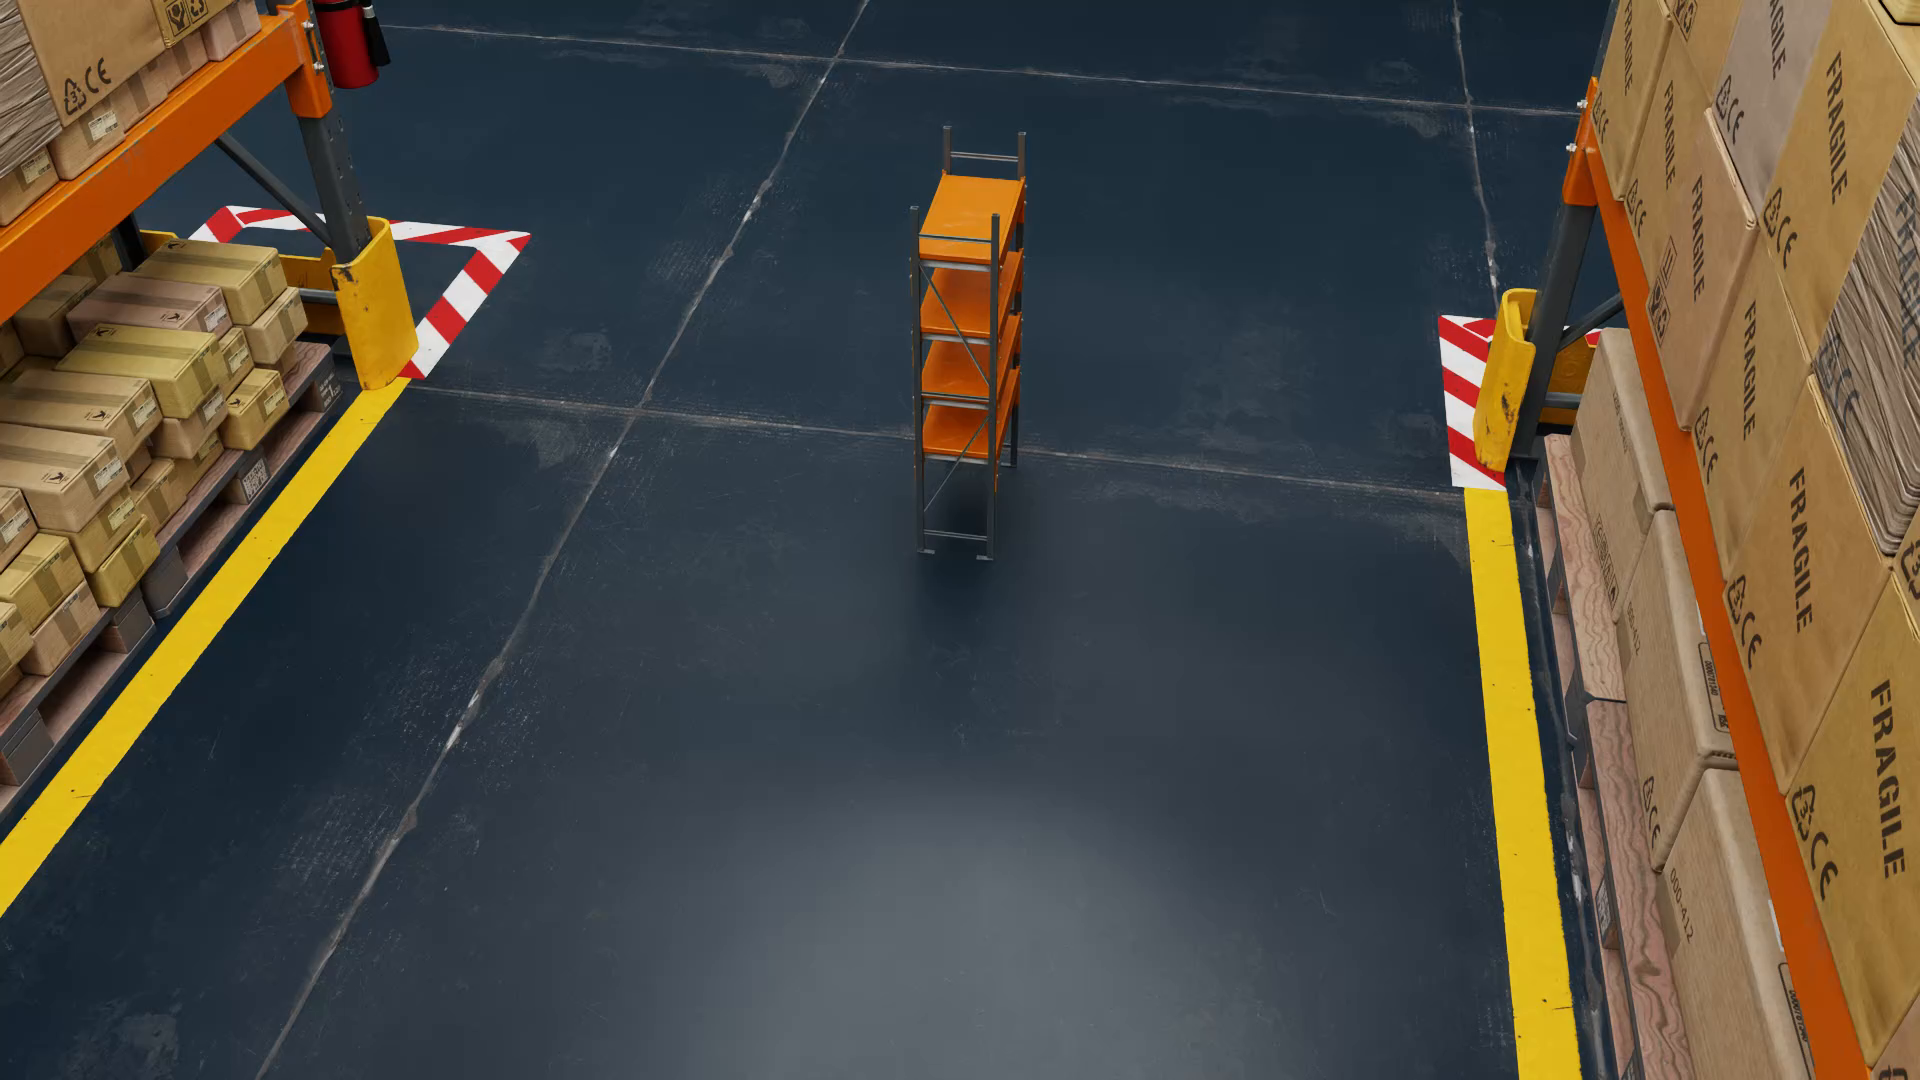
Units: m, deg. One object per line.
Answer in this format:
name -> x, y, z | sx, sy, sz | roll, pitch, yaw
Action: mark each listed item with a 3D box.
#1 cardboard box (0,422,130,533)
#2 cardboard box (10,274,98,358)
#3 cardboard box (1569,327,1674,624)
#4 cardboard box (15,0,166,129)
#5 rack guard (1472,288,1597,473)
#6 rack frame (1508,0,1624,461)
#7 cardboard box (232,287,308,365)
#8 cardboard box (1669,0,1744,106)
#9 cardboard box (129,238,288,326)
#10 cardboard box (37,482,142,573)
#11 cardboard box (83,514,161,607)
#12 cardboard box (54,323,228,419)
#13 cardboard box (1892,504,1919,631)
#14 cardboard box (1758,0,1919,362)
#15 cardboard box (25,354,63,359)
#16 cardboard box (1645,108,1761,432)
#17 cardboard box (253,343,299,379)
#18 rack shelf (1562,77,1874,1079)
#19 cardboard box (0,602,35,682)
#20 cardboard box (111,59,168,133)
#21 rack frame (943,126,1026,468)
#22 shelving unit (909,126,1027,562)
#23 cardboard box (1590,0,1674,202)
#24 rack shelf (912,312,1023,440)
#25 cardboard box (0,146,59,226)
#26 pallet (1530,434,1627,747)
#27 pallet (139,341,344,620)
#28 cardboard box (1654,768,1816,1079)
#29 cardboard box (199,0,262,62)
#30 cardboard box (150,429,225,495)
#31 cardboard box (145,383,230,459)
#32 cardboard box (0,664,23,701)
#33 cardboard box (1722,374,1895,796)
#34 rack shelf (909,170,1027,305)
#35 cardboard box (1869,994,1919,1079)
cardboard box -> -2.529, -0.174, 4.547 | 0.380, 0.149, 0.250 | 8, 40, 9
cardboard box -> -2.923, -0.714, 5.201 | 0.380, 0.149, 0.250 | 7, 40, 8
cardboard box -> 2.308, -0.166, 4.778 | 0.875, 0.438, 0.875 | 5, 40, 6
cardboard box -> -2.487, -1.420, 4.301 | 0.500, 0.500, 0.500 | 6, 40, 7
rack guard -> 2.328, -0.469, 5.425 | 1.175, 0.500, 0.348 | 6, 40, 8
rack frame -> 2.324, -1.417, 4.610 | 1.000, 3.000, 0.127 | 6, 40, 8
cardboard box -> -2.379, -0.715, 5.435 | 0.380, 0.149, 0.250 | 5, 40, 6
cardboard box -> 1.878, -1.246, 3.540 | 0.500, 0.500, 0.500 | 5, 40, 6
cardboard box -> -2.411, -0.832, 5.343 | 0.380, 0.149, 0.250 | 7, 40, 8
cardboard box -> -2.544, -0.062, 4.645 | 0.380, 0.149, 0.250 | 7, 40, 8
cardboard box -> -2.542, 0.043, 4.752 | 0.380, 0.149, 0.250 | 5, 40, 6
cardboard box -> -2.430, -0.504, 4.946 | 0.380, 0.149, 0.250 | 6, 40, 7
cardboard box -> 1.537, 0.025, 2.002 | 0.500, 0.500, 0.500 | 6, 40, 7
cardboard box -> 1.711, -0.609, 2.770 | 0.500, 0.500, 0.500 | 7, 40, 8
cardboard box -> -3.015, -0.611, 5.310 | 0.380, 0.149, 0.250 | 6, 40, 7
cardboard box -> 1.792, -0.548, 3.481 | 0.500, 0.500, 0.500 | 6, 40, 7
cardboard box -> -2.454, -0.609, 5.541 | 0.380, 0.149, 0.250 | 7, 40, 8
rack shelf -> 1.978, 0.115, 3.321 | 1.077, 0.370, 4.000 | 6, 40, 8
cardboard box -> -2.627, 0.273, 4.240 | 0.380, 0.149, 0.250 | 7, 40, 8
cardboard box -> -2.455, -1.256, 4.612 | 0.380, 0.149, 0.250 | 6, 40, 7
rack frame -> 0.071, -0.719, 5.179 | 0.240, 1.200, 0.015 | 6, 40, 8
shelving unit -> 0.029, -0.566, 4.993 | 0.258, 1.200, 0.503 | 6, 40, 8
cardboard box -> 1.958, -1.186, 4.252 | 0.500, 0.500, 0.500 | 6, 40, 7
rack shelf -> 0.029, -0.514, 5.036 | 0.258, 0.148, 0.480 | 6, 40, 8
cardboard box -> -2.551, -0.931, 4.219 | 0.380, 0.149, 0.250 | 5, 40, 6
pallet -> 2.263, 0.168, 4.881 | 1.003, 0.211, 1.213 | 6, 40, 8
pallet -> -2.757, -0.271, 5.412 | 1.003, 0.211, 1.213 | 6, 40, 8
cardboard box -> 2.001, 0.975, 3.398 | 0.875, 0.438, 0.875 | 5, 40, 6
cardboard box -> -2.347, -1.567, 4.988 | 0.380, 0.149, 0.250 | 6, 40, 8
cardboard box -> -2.530, -0.281, 5.143 | 0.380, 0.149, 0.250 | 6, 40, 7
cardboard box -> -2.467, -0.388, 5.040 | 0.380, 0.149, 0.250 | 5, 40, 6
cardboard box -> -2.727, 0.363, 4.365 | 0.380, 0.149, 0.250 | 7, 40, 9
cardboard box -> 1.617, 0.095, 2.703 | 0.500, 0.500, 0.500 | 6, 40, 7
rack shelf -> 0.029, -0.869, 4.743 | 0.258, 0.148, 0.480 | 6, 40, 8
cardboard box -> 1.461, 0.735, 1.928 | 0.500, 0.500, 0.500 | 7, 40, 8
